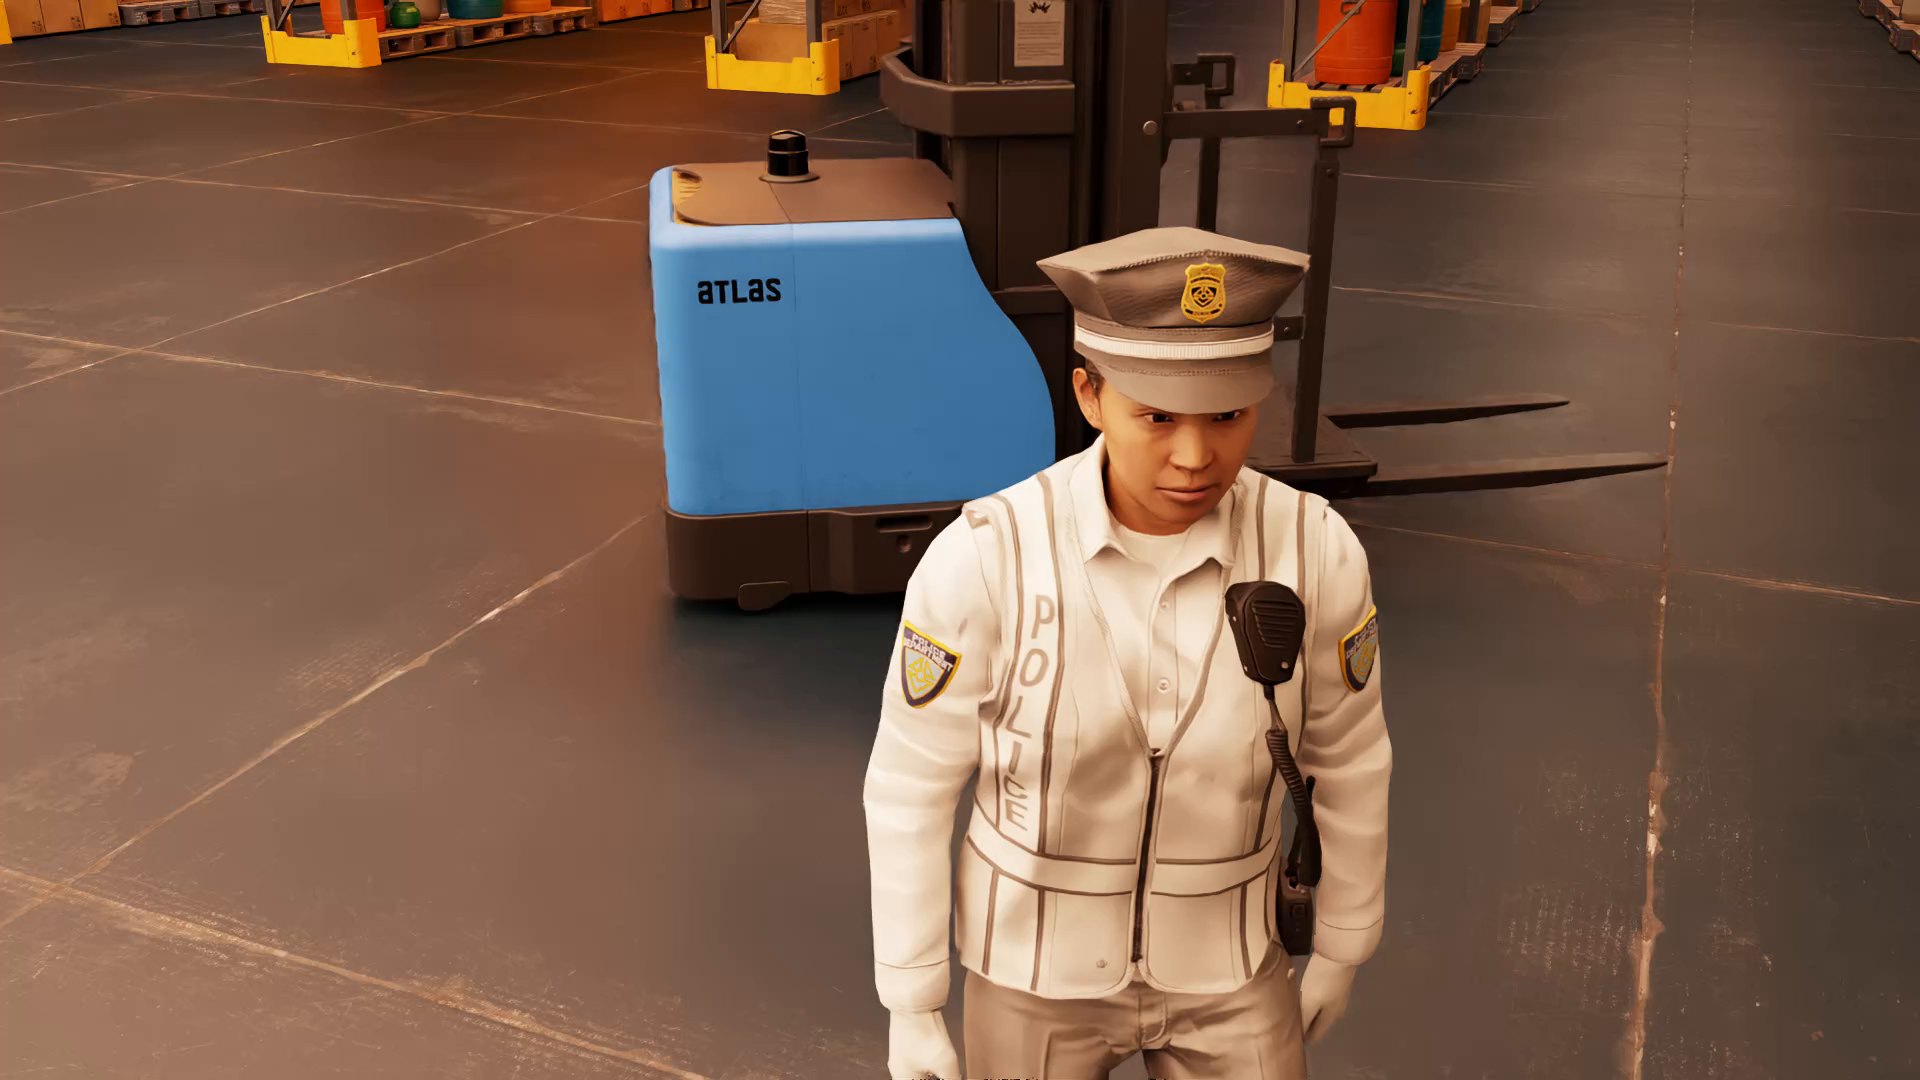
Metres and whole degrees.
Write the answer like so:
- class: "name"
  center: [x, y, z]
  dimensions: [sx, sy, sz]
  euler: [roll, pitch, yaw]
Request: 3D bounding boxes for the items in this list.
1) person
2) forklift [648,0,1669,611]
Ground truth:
- class: "person"
  center: [0.186, 0.510, 1.785]
  dimensions: [0.573, 1.701, 0.506]
  euler: [0, 23, -1]
- class: "forklift"
  center: [0.622, -1.413, 4.674]
  dimensions: [3.031, 2.935, 1.130]
  euler: [-4, 23, -9]
